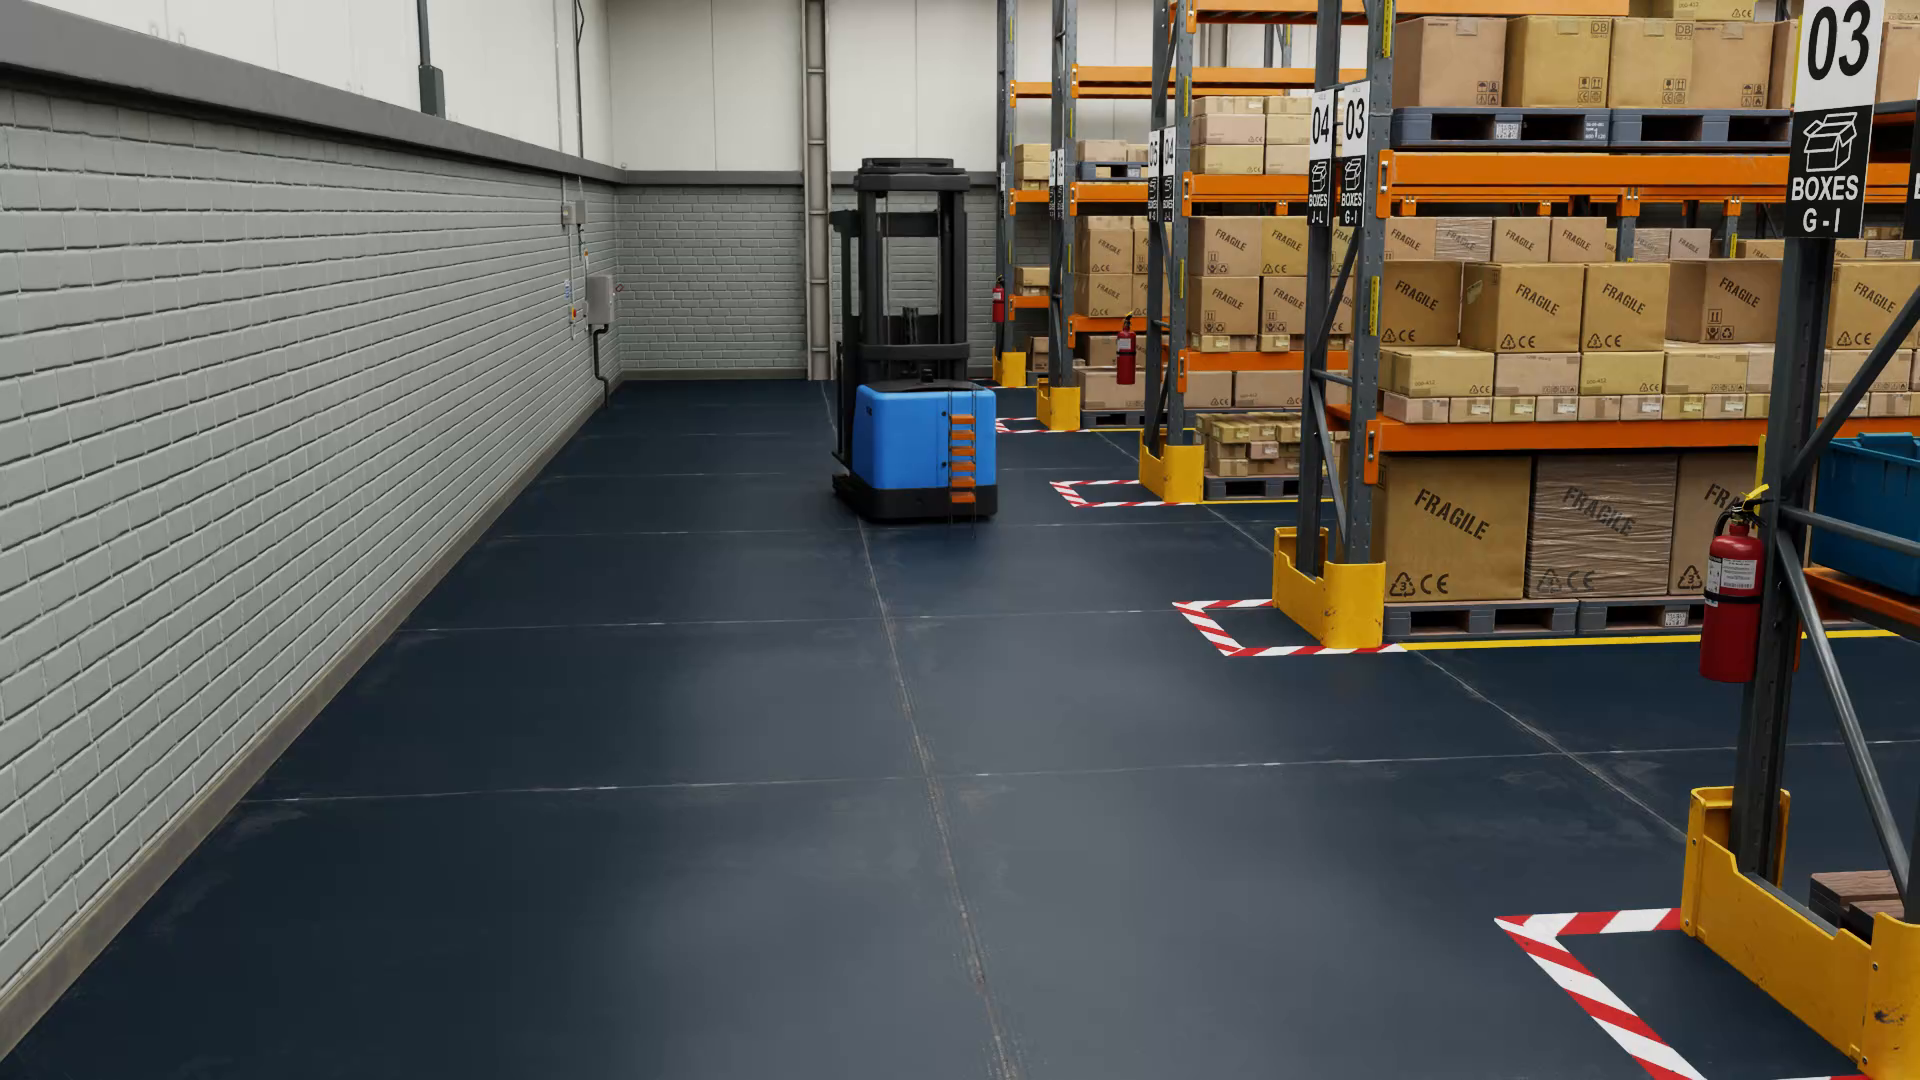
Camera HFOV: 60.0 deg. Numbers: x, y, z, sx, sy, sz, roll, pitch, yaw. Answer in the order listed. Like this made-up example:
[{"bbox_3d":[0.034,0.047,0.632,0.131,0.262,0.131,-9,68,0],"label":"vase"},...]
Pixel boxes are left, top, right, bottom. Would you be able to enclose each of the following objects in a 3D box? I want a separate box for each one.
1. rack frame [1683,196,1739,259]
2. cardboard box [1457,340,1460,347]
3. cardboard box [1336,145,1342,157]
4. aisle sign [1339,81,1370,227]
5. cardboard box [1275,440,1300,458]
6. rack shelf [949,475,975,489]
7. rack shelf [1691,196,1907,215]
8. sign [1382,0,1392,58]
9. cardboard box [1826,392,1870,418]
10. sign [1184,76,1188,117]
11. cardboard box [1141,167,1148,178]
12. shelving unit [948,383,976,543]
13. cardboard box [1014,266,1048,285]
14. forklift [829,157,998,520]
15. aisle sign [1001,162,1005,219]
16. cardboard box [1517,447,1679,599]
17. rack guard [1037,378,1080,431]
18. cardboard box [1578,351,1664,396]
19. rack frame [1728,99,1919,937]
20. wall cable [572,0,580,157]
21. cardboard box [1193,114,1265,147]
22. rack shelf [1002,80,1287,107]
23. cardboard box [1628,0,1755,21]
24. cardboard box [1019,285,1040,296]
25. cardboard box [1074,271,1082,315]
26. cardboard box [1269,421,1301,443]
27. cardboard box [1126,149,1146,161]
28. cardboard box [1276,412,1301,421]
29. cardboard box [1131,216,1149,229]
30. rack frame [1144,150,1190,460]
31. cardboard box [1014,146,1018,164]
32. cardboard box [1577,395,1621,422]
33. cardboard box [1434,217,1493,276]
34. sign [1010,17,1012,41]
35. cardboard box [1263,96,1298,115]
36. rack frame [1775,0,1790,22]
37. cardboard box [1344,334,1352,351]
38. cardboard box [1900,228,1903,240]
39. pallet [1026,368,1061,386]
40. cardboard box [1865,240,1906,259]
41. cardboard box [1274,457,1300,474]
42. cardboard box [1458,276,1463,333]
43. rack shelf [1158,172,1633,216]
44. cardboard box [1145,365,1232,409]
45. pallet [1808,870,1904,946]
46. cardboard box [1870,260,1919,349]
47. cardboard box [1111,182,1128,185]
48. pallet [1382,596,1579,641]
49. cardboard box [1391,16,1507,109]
[{"bbox_3d":[9.146,-3.020,20.454,0.127,3.000,1.000,-1,11,-6],"label":"rack frame"},{"bbox_3d":[3.221,-1.097,10.289,0.500,0.250,0.500,-1,11,-7],"label":"cardboard box"},{"bbox_3d":[3.337,-3.288,14.431,0.500,0.250,0.500,-2,11,-8],"label":"cardboard box"},{"bbox_3d":[2.224,-2.170,9.389,0.004,0.787,0.394,-1,11,-6],"label":"aisle sign"},{"bbox_3d":[2.889,-0.838,14.886,0.250,0.149,0.380,-1,11,-5],"label":"cardboard box"},{"bbox_3d":[0.014,-0.428,12.786,0.180,0.103,0.258,-1,11,-6],"label":"rack shelf"},{"bbox_3d":[11.134,-4.181,20.446,4.000,0.370,1.077,-1,11,-6],"label":"rack shelf"},{"bbox_3d":[2.317,-2.786,9.016,0.005,0.325,0.100,-1,11,-6],"label":"sign"},{"bbox_3d":[5.205,-0.828,9.954,0.250,0.149,0.380,-1,11,-5],"label":"cardboard box"},{"bbox_3d":[1.887,-3.703,13.886,0.005,0.325,0.100,-1,11,-6],"label":"sign"},{"bbox_3d":[2.649,-5.344,24.119,0.500,0.250,0.500,-1,11,-7],"label":"cardboard box"},{"bbox_3d":[0.014,-0.589,12.754,0.189,1.200,0.258,-1,11,-6],"label":"shelving unit"},{"bbox_3d":[1.082,-3.938,24.742,0.500,0.250,0.500,-1,11,-4],"label":"cardboard box"},{"bbox_3d":[-0.534,-1.841,14.634,1.130,2.935,3.031,-3,11,-13],"label":"forklift"},{"bbox_3d":[0.617,-5.023,23.904,0.004,0.787,0.394,-1,11,-6],"label":"aisle sign"},{"bbox_3d":[3.795,-0.164,10.346,0.875,0.875,0.875,-1,11,-6],"label":"cardboard box"},{"bbox_3d":[1.169,-1.626,19.845,0.348,0.500,1.175,-1,11,-6],"label":"rack guard"},{"bbox_3d":[3.785,-1.005,9.824,0.500,0.250,0.500,-2,11,-8],"label":"cardboard box"},{"bbox_3d":[2.798,-0.003,5.108,0.127,3.000,1.000,-1,11,-6],"label":"rack frame"},{"bbox_3d":[-4.510,-5.769,18.884,0.029,3.000,2.355,-1,11,-6],"label":"wall cable"},{"bbox_3d":[2.302,-3.509,14.260,0.500,0.250,0.500,-1,11,-5],"label":"cardboard box"},{"bbox_3d":[2.641,-6.436,24.151,4.000,0.370,1.077,-1,11,-6],"label":"rack shelf"},{"bbox_3d":[4.272,-3.137,9.722,0.500,0.250,0.500,-2,11,-8],"label":"cardboard box"},{"bbox_3d":[1.010,-3.636,24.240,0.250,0.149,0.380,-1,11,-7],"label":"cardboard box"},{"bbox_3d":[1.644,-2.963,19.906,0.500,0.500,0.500,-1,11,-6],"label":"cardboard box"},{"bbox_3d":[2.911,-0.961,14.738,0.250,0.149,0.380,-1,11,-6],"label":"cardboard box"},{"bbox_3d":[2.039,-4.508,19.549,0.250,0.149,0.380,-2,11,-10],"label":"cardboard box"},{"bbox_3d":[3.091,-1.082,15.357,0.250,0.149,0.380,-2,11,-8],"label":"cardboard box"},{"bbox_3d":[2.099,-3.668,19.219,0.250,0.149,0.380,-1,11,-4],"label":"cardboard box"},{"bbox_3d":[1.828,-1.906,14.789,0.127,3.000,1.000,-1,11,-6],"label":"rack frame"},{"bbox_3d":[1.065,-5.658,24.416,0.500,0.250,0.500,-2,11,-8],"label":"cardboard box"},{"bbox_3d":[3.673,-0.796,9.790,0.250,0.149,0.380,-1,11,-7],"label":"cardboard box"},{"bbox_3d":[4.343,-2.594,14.664,0.500,0.500,0.500,-1,11,-5],"label":"cardboard box"},{"bbox_3d":[0.712,-7.142,23.243,0.005,0.325,0.100,-1,11,-6],"label":"sign"},{"bbox_3d":[2.708,-3.702,14.206,0.250,0.149,0.380,-1,11,-6],"label":"cardboard box"},{"bbox_3d":[12.583,-6.999,25.141,0.127,3.000,1.000,-1,11,-6],"label":"rack frame"},{"bbox_3d":[3.471,-1.768,14.736,0.250,0.149,0.380,-1,11,-7],"label":"cardboard box"},{"bbox_3d":[11.734,-3.743,20.330,0.250,0.149,0.380,-2,11,-9],"label":"cardboard box"},{"bbox_3d":[1.521,-2.455,24.811,1.213,0.211,1.003,-1,11,-6],"label":"pallet"},{"bbox_3d":[11.161,-3.420,20.368,0.500,0.500,0.500,-2,11,-8],"label":"cardboard box"},{"bbox_3d":[2.881,-0.691,14.907,0.250,0.149,0.380,-1,11,-5],"label":"cardboard box"},{"bbox_3d":[4.343,-2.100,14.742,0.500,0.500,0.500,-1,11,-6],"label":"cardboard box"},{"bbox_3d":[3.816,-3.067,14.781,4.000,0.370,1.077,-1,11,-6],"label":"rack shelf"},{"bbox_3d":[2.747,-1.856,20.086,0.875,0.438,0.875,-1,11,-5],"label":"cardboard box"},{"bbox_3d":[3.622,1.355,5.427,1.213,0.211,1.003,-1,11,-6],"label":"pallet"},{"bbox_3d":[5.812,-1.416,9.967,0.500,0.500,0.500,-1,11,-4],"label":"cardboard box"},{"bbox_3d":[2.268,-5.138,24.101,0.250,0.149,0.380,-1,11,-7],"label":"cardboard box"},{"bbox_3d":[3.050,0.384,10.370,1.213,0.211,1.003,-1,11,-6],"label":"pallet"},{"bbox_3d":[2.774,-2.750,9.698,0.500,0.500,0.700,-2,11,-10],"label":"cardboard box"}]
